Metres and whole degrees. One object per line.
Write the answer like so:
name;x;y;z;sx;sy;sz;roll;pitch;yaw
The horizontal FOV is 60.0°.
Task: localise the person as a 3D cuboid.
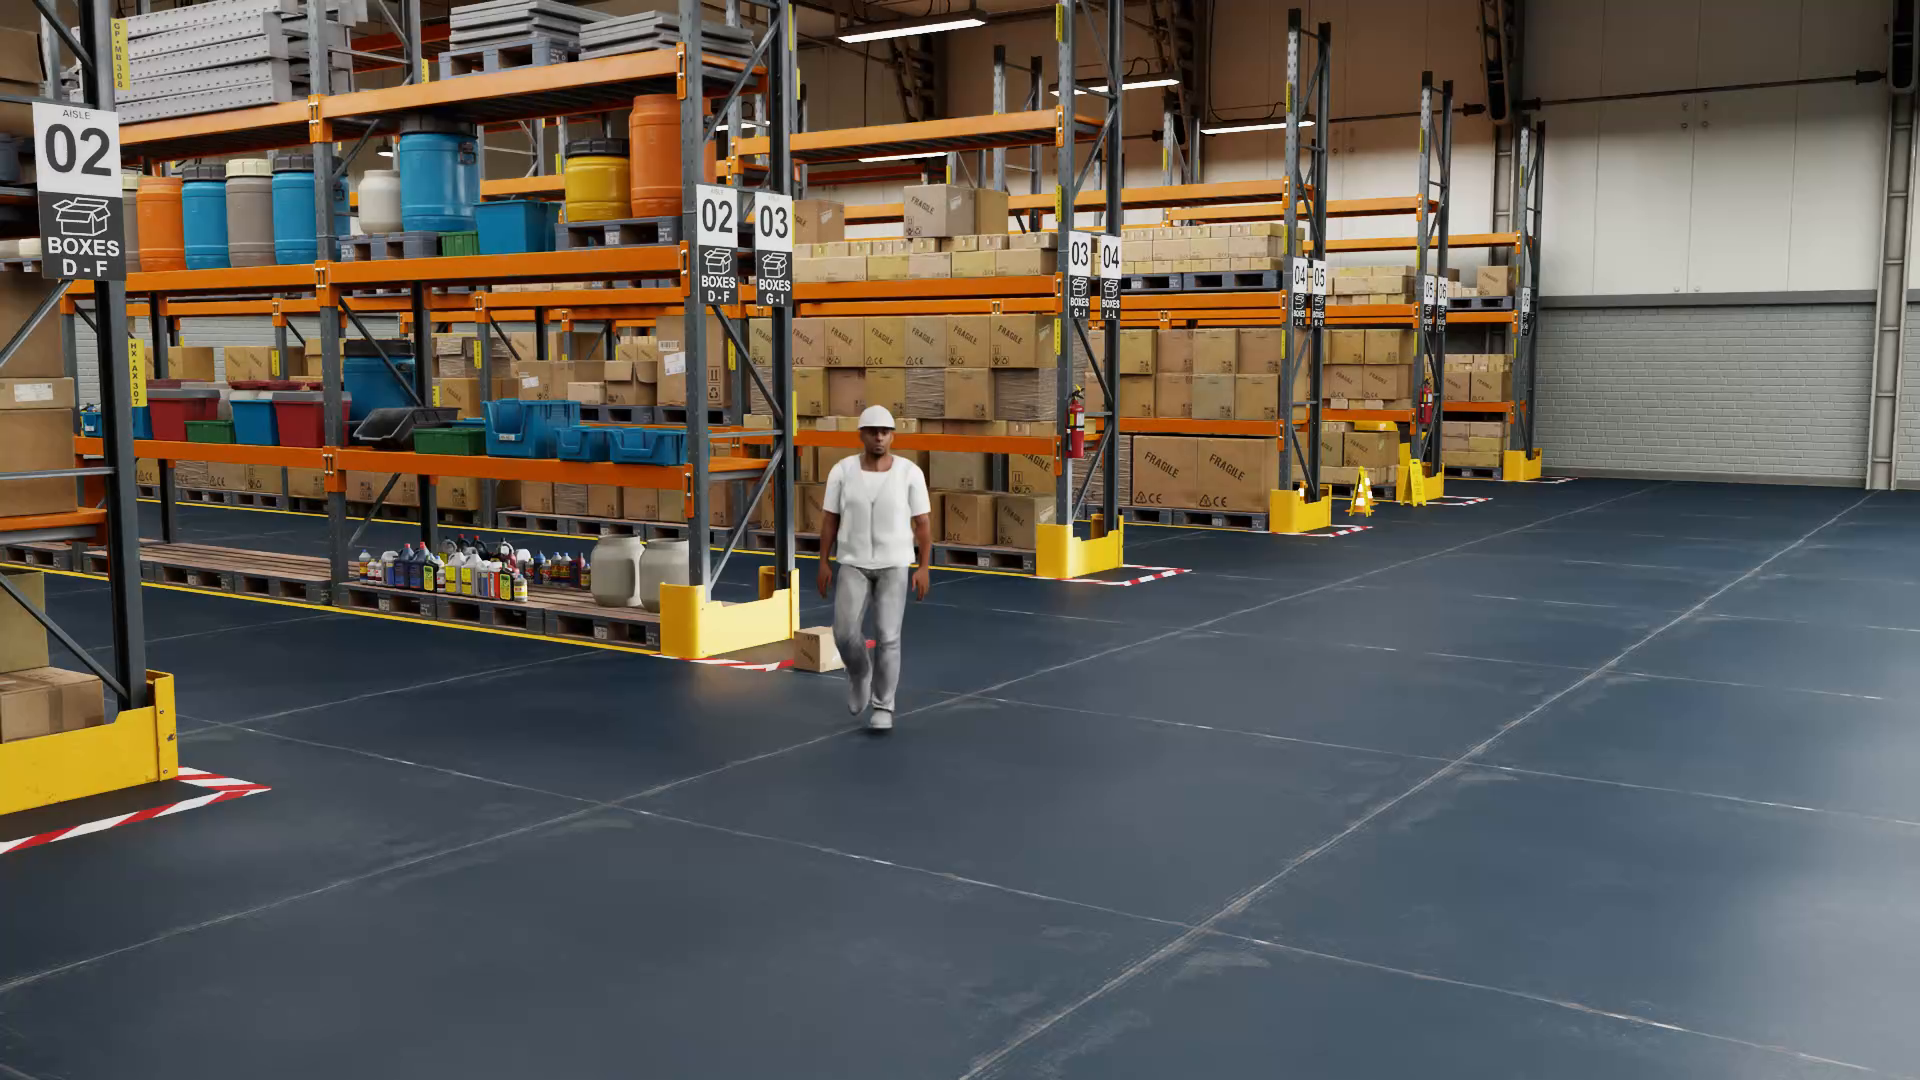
person;-0.471;0.143;9.118;0.634;1.759;0.511;0;6;0
